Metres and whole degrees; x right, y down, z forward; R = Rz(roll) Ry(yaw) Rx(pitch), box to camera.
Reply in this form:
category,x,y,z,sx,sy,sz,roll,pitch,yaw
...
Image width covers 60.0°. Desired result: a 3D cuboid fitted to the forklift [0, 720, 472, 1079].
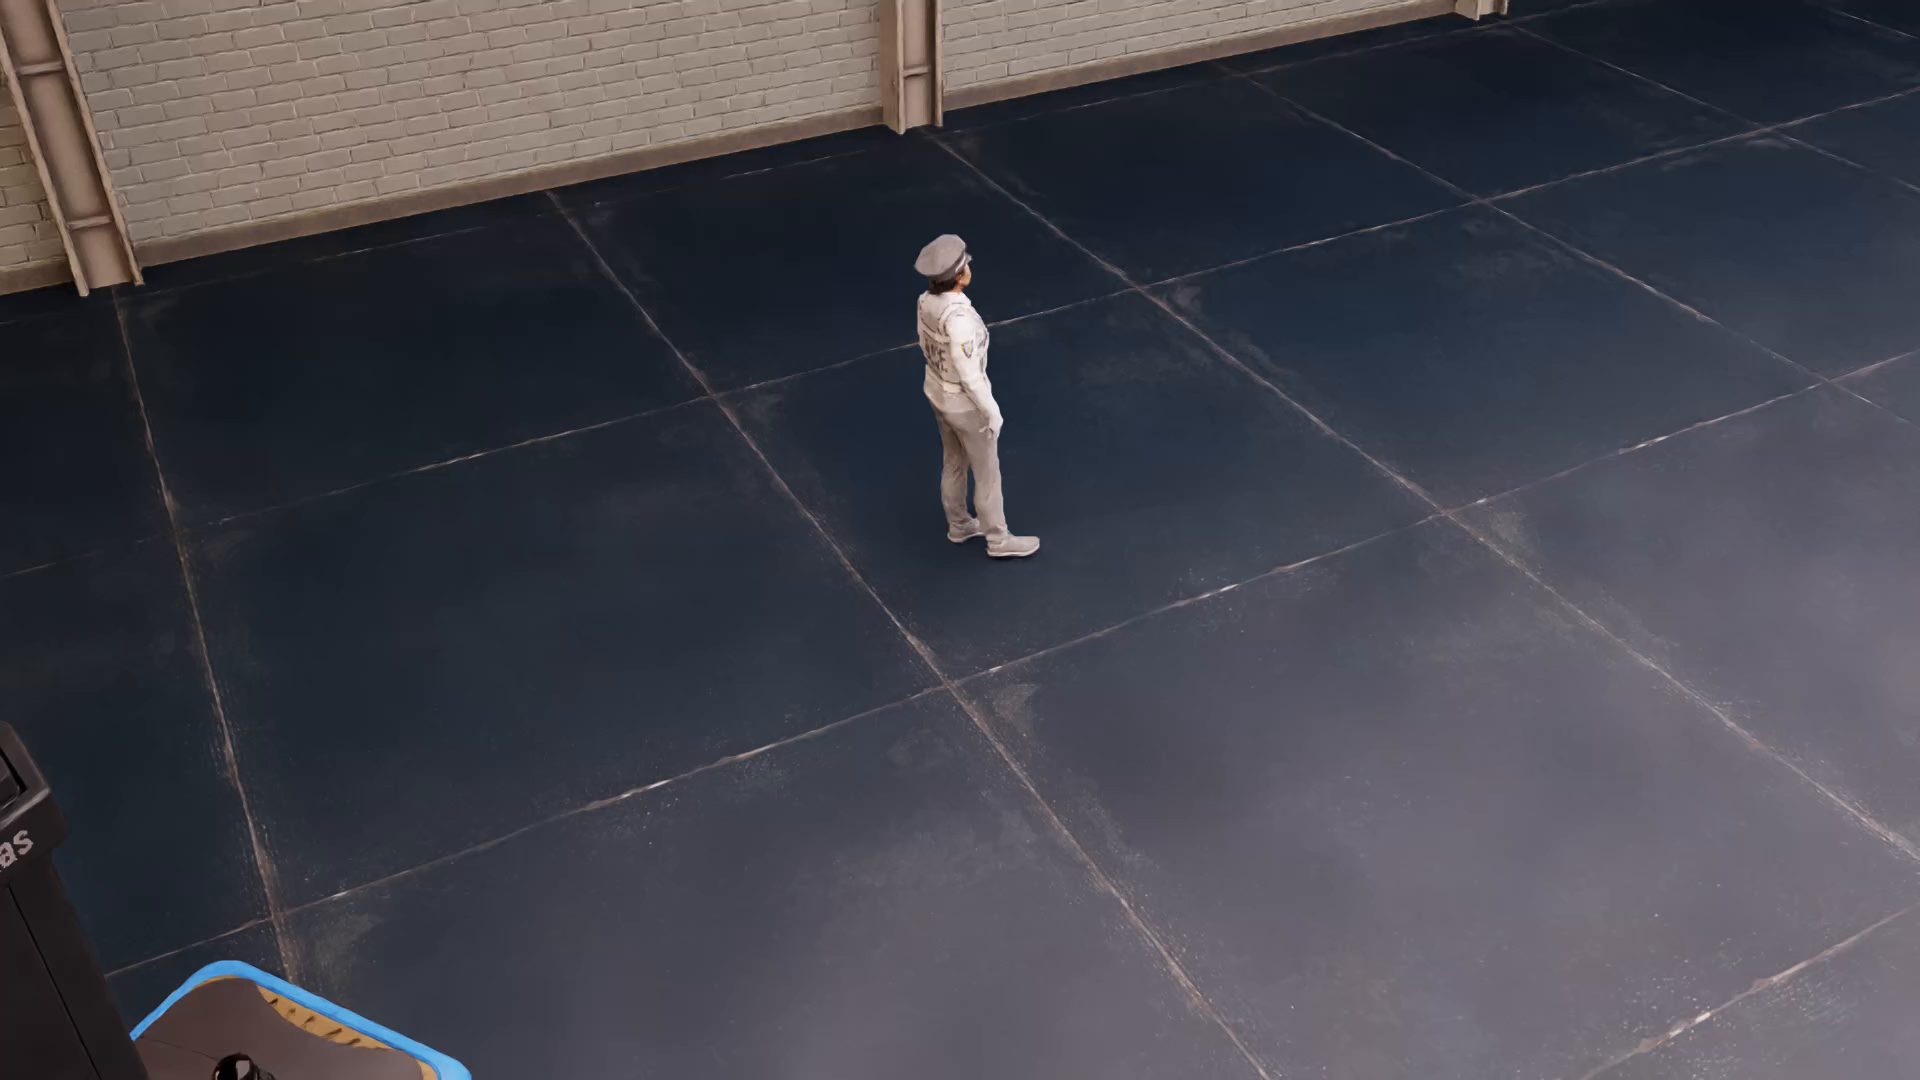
category,x,y,z,sx,sy,sz,roll,pitch,yaw
forklift,-2.462,1.816,3.555,1.130,2.935,3.031,16,38,21

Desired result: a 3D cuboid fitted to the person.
category,x,y,z,sx,sy,sz,roll,pitch,yaw
person,0.063,-0.713,8.190,0.532,1.695,0.586,-17,39,-23
